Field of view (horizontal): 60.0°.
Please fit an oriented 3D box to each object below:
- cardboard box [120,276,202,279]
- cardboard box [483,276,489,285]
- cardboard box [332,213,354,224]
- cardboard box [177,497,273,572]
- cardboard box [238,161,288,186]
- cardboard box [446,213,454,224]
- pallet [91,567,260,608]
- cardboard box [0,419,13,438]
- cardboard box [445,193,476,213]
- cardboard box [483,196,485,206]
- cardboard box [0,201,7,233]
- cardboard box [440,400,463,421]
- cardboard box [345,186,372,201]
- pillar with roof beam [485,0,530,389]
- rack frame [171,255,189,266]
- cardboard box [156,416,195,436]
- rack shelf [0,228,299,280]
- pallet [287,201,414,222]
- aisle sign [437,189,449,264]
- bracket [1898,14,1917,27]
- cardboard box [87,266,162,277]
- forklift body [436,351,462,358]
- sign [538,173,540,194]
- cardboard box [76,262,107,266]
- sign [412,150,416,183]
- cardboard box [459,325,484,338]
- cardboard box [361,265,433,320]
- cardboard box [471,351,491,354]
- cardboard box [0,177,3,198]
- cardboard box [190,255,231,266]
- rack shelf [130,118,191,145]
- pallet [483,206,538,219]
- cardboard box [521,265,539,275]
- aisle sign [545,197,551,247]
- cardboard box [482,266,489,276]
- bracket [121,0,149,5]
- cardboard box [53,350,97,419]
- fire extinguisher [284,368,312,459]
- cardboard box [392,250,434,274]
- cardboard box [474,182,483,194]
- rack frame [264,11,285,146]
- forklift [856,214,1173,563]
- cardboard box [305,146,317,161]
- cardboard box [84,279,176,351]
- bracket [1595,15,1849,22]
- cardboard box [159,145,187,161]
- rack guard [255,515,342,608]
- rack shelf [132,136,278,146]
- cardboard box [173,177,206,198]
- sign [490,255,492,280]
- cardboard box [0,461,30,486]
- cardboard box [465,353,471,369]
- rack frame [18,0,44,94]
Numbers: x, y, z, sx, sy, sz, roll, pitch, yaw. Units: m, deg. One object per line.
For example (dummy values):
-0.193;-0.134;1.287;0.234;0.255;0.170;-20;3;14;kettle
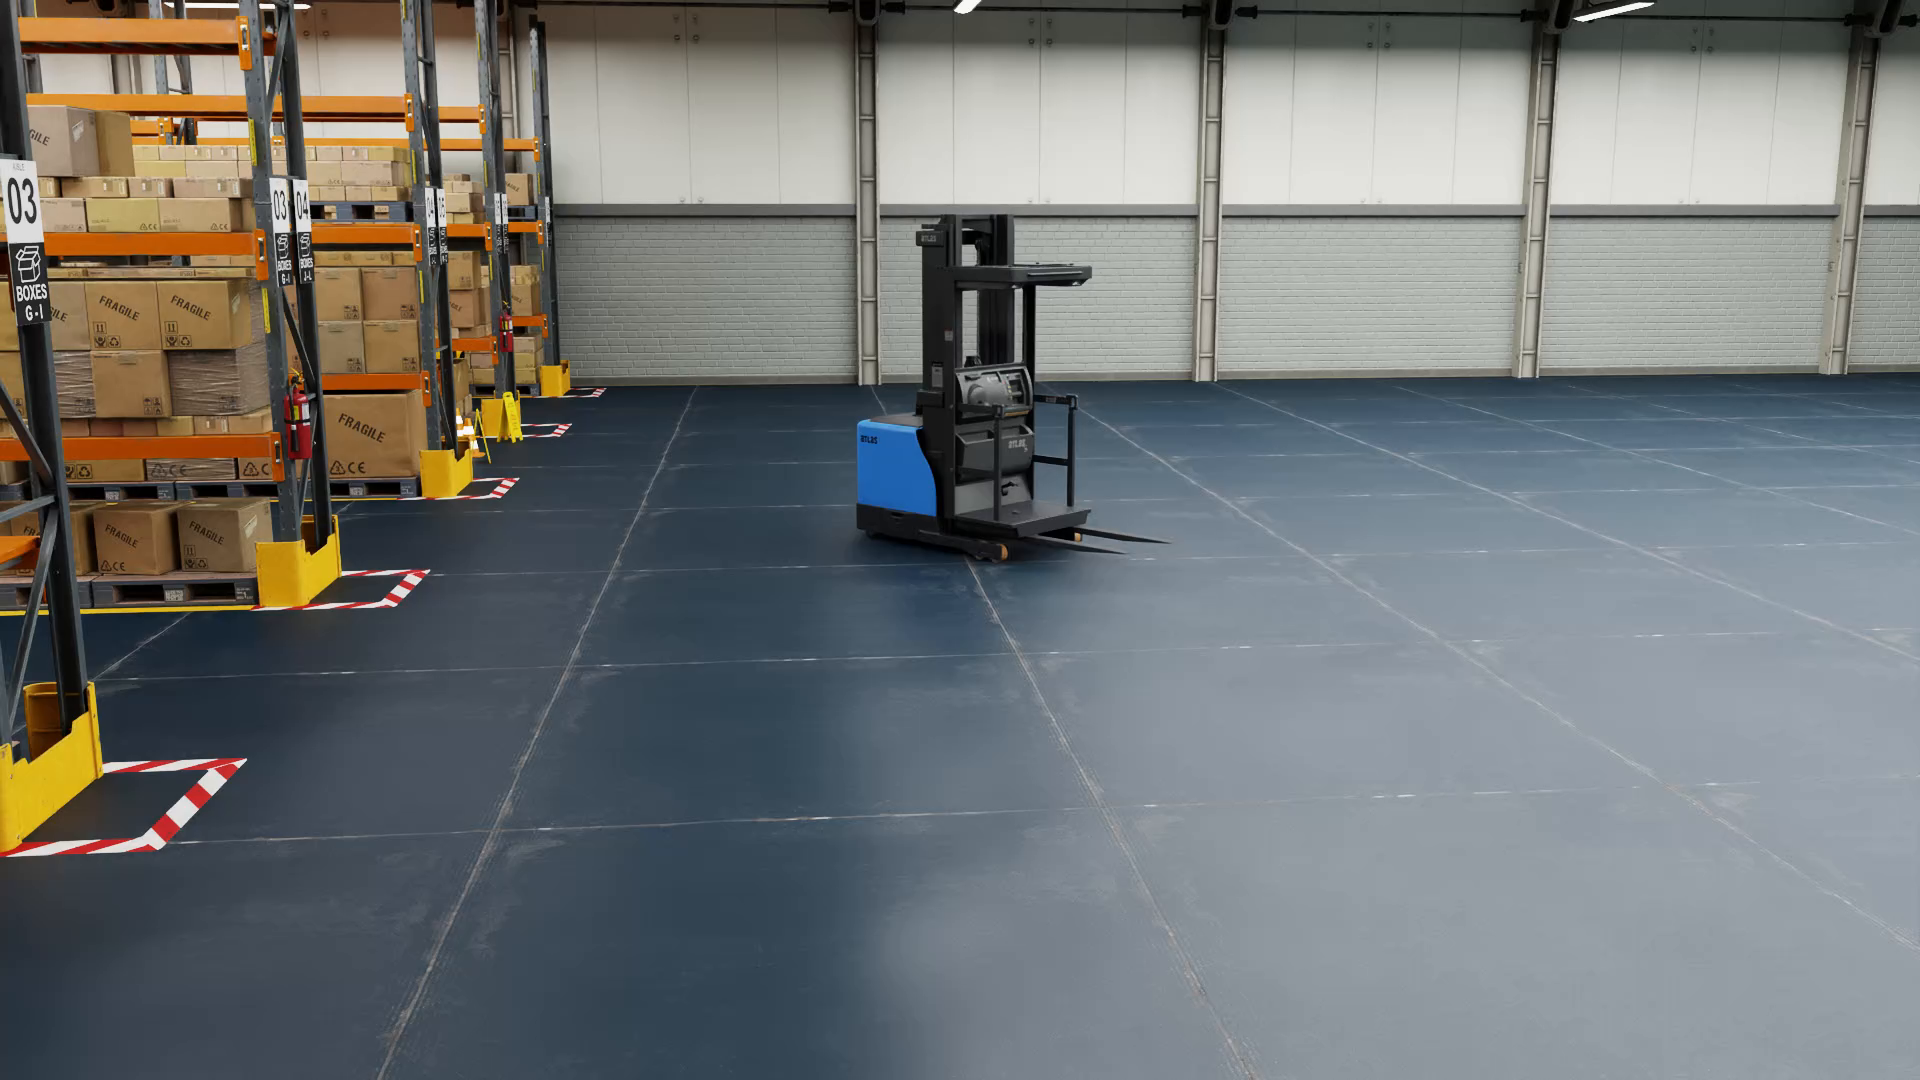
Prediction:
-6.227;-1.792;12.967;0.500;0.500;0.500;-1;11;-6;cardboard box
-7.592;-4.229;27.043;0.250;0.149;0.380;-1;11;-5;cardboard box
-8.069;-4.222;21.826;0.250;0.149;0.380;-1;11;-7;cardboard box
-5.775;-0.044;13.091;0.500;0.500;0.500;1;11;4;cardboard box
-7.041;-3.743;17.007;0.500;0.250;0.500;-1;11;-6;cardboard box
-6.791;-4.251;21.974;0.250;0.149;0.380;-1;11;-6;cardboard box
-6.040;0.305;13.150;1.213;0.211;1.003;-1;11;-6;pallet
-7.150;-0.863;12.513;0.250;0.149;0.380;-1;11;-6;cardboard box
-6.702;-4.457;21.987;0.500;0.250;0.500;-1;11;-7;cardboard box
-7.553;-5.455;26.750;0.250;0.149;0.380;-2;11;-8;cardboard box
-7.110;-2.383;12.207;0.500;0.250;0.500;-1;11;-7;cardboard box
-7.021;-1.763;22.482;0.500;0.250;0.500;-1;11;-6;cardboard box
-6.132;-3.555;17.083;0.250;0.149;0.380;-1;11;-6;cardboard box
-7.087;-6.203;23.476;0.548;9.000;9.100;-1;11;-6;pillar with roof beam
-10.199;-2.892;22.184;0.127;3.000;1.000;-1;11;-6;rack frame
-5.905;-0.886;12.631;0.250;0.149;0.380;-1;11;-6;cardboard box
-7.141;-2.152;12.509;4.000;0.370;1.077;-1;11;-6;rack shelf
-6.324;-3.439;17.420;1.213;0.211;1.003;-1;11;-6;pallet
-5.550;-3.363;17.839;0.004;0.787;0.394;-1;11;-6;aisle sign
16.759;-9.236;29.570;0.430;0.232;0.235;-1;11;-6;bracket
-8.660;-2.583;17.424;0.550;0.550;0.875;-1;11;-6;cardboard box
-8.451;-3.121;25.551;1.214;2.155;2.313;-1;11;-6;forklift body
-6.718;-5.690;26.551;0.005;0.325;0.100;-1;11;-6;sign
-11.318;-3.541;21.687;0.250;0.149;0.380;-2;11;-8;cardboard box
-5.543;-3.791;16.892;0.005;0.325;0.100;-1;11;-6;sign
-6.571;-2.803;22.384;0.250;0.149;0.380;-1;11;-4;cardboard box
-5.961;-2.631;17.670;0.550;0.550;0.875;-1;11;-6;cardboard box
-7.694;-3.193;27.165;0.500;0.250;0.500;-1;11;-5;cardboard box
-6.967;-2.580;12.179;0.250;0.149;0.380;-2;11;-9;cardboard box
-9.739;-3.545;21.884;0.500;0.500;0.700;-1;11;-7;cardboard box
-12.188;-5.245;21.501;4.000;0.370;1.077;-1;11;-6;rack shelf
-7.468;-5.346;27.119;1.213;0.211;1.003;-1;11;-6;pallet
-7.119;-4.474;27.521;0.250;0.149;0.380;-1;11;-7;cardboard box
-6.665;-5.148;26.919;0.004;0.787;0.394;-1;11;-6;aisle sign
-7.595;-4.371;26.994;0.250;0.149;0.380;-1;11;-5;cardboard box
-13.066;-8.611;26.391;0.430;0.232;0.235;-1;11;-6;bracket
-6.688;-1.228;12.690;0.500;0.500;0.875;-1;11;-6;cardboard box
-4.989;-0.951;12.511;0.183;0.674;0.296;-1;11;-6;fire extinguisher
-7.211;-3.599;22.159;0.500;0.500;0.700;-1;11;-6;cardboard box
-6.598;-4.747;22.427;0.250;0.149;0.380;-1;11;-6;cardboard box
-10.739;-6.787;26.447;0.127;3.000;1.000;-1;11;-6;rack frame
0.462;-1.355;14.546;3.031;2.935;1.130;10;15;42;forklift
-6.646;-3.935;16.950;0.250;0.149;0.380;-1;11;-5;cardboard box
-6.169;-1.690;12.448;0.500;0.500;0.500;-1;11;-6;cardboard box
13.372;-9.165;29.209;4.783;0.066;0.076;-1;11;-6;bracket
-7.901;-3.909;16.817;0.250;0.149;0.380;-1;11;-6;cardboard box
-5.228;0.153;13.174;0.348;0.500;1.175;-1;11;-6;rack guard
-12.727;-6.196;26.343;4.000;0.370;1.077;-1;11;-6;rack shelf
-5.666;-2.620;12.380;0.250;0.149;0.380;-2;11;-8;cardboard box
-6.183;-3.592;21.922;0.005;0.325;0.100;-1;11;-6;sign
-10.172;-1.017;17.389;0.750;0.750;1.050;-1;11;-6;cardboard box
-8.223;-2.936;27.151;0.500;0.250;0.500;-1;11;-7;cardboard box
-9.564;-4.888;16.787;0.127;3.000;1.000;-1;11;-6;rack frame
